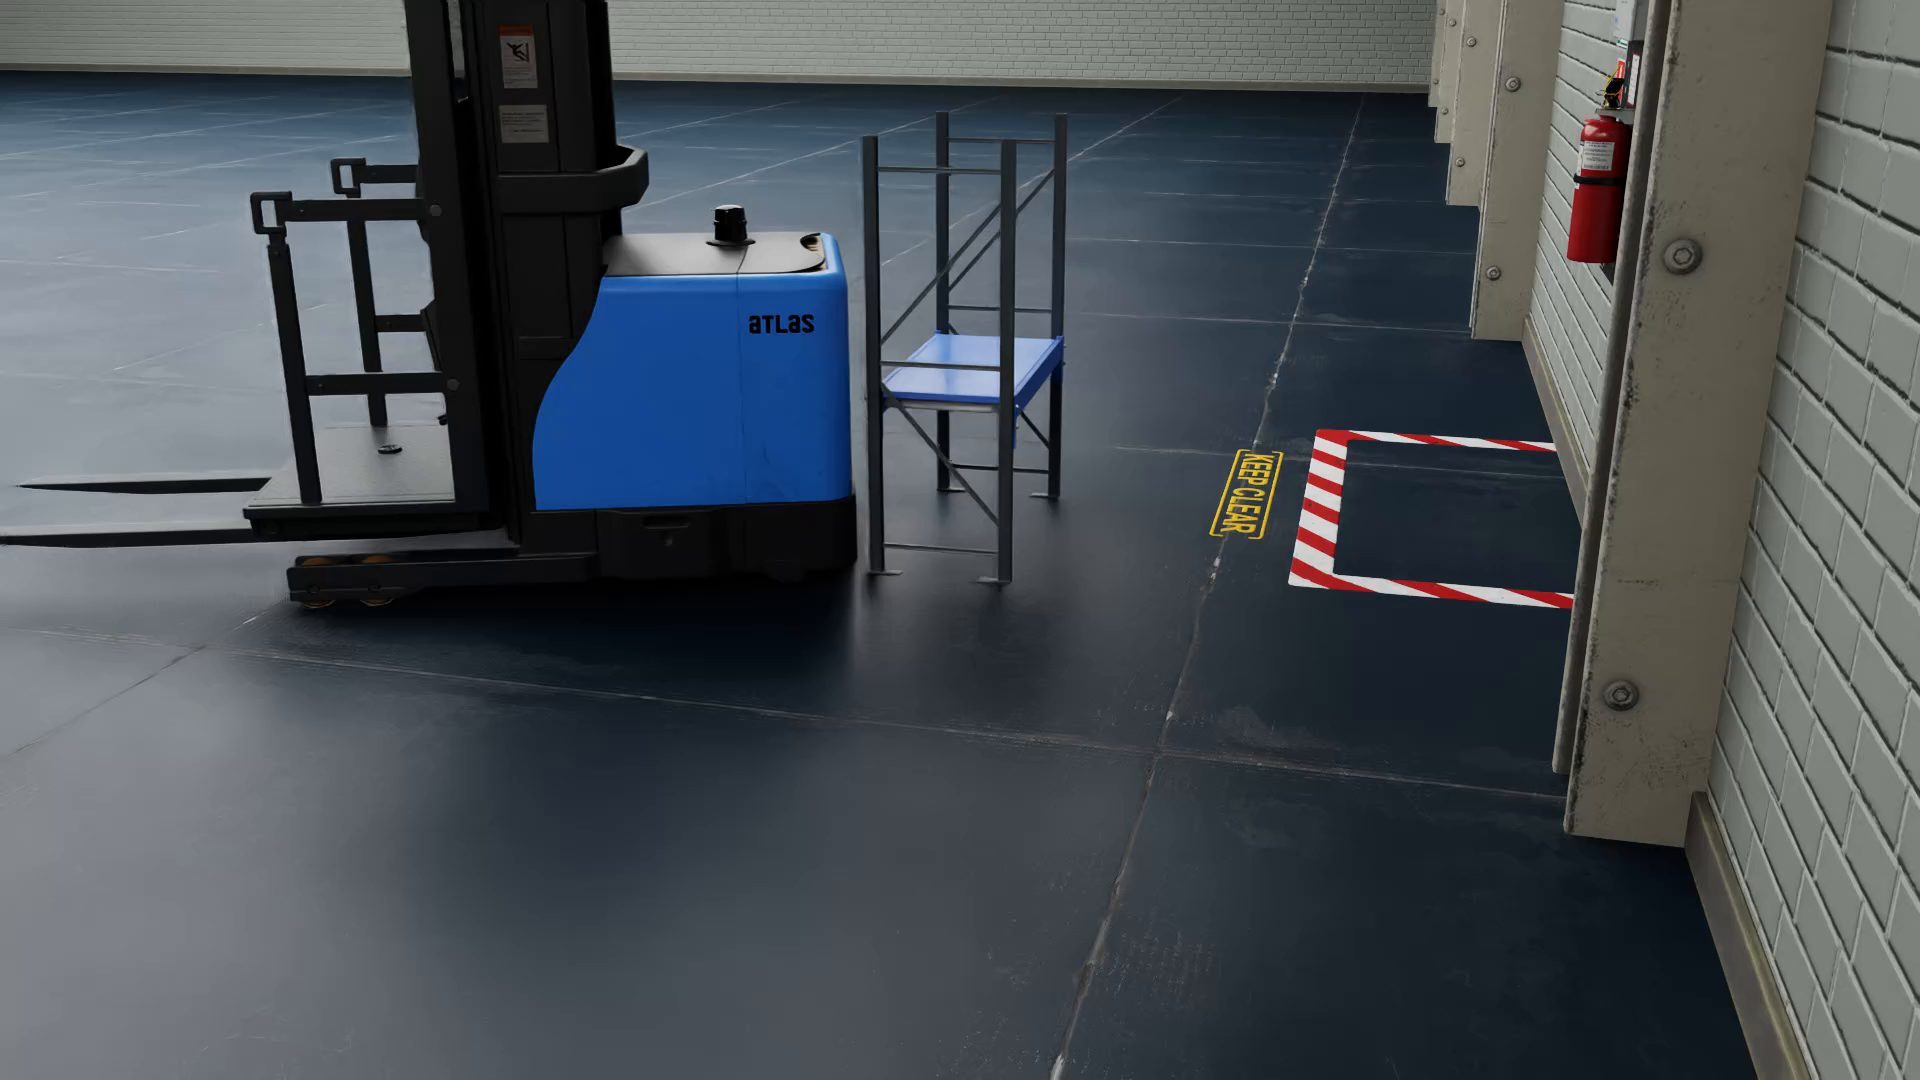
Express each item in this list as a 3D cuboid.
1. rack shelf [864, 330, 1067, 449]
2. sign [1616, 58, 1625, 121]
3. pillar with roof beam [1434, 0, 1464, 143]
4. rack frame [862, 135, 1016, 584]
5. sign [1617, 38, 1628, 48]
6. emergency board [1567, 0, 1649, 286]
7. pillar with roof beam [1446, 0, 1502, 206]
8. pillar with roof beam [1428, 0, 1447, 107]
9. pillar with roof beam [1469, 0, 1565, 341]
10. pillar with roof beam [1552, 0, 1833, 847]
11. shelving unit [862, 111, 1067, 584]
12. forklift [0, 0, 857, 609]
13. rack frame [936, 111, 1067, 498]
[{"bbox_3d":[0.044,-0.569,6.090,0.538,0.185,1.000,4,19,12],"label":"rack shelf"},{"bbox_3d":[2.559,-1.703,6.476,0.001,0.329,0.234,5,19,13],"label":"sign"},{"bbox_3d":[1.906,-9.570,20.283,9.100,9.000,0.400,5,19,13],"label":"pillar with roof beam"},{"bbox_3d":[-0.068,-0.579,5.562,0.500,1.500,0.032,4,19,12],"label":"rack frame"},{"bbox_3d":[2.549,-1.953,6.388,0.001,0.109,0.331,5,19,13],"label":"sign"},{"bbox_3d":[2.324,-1.520,5.998,0.194,1.169,0.643,5,19,13],"label":"emergency board"},{"bbox_3d":[0.440,-7.689,14.777,9.100,9.000,0.400,5,19,13],"label":"pillar with roof beam"},{"bbox_3d":[3.372,-11.450,25.789,9.100,9.000,0.400,5,19,13],"label":"pillar with roof beam"},{"bbox_3d":[-1.026,-5.808,9.271,9.100,9.000,0.400,5,19,13],"label":"pillar with roof beam"},{"bbox_3d":[-2.492,-3.928,3.765,9.100,9.000,0.400,5,19,13],"label":"pillar with roof beam"},{"bbox_3d":[0.044,-0.739,6.031,0.538,1.500,1.048,4,19,12],"label":"shelving unit"},{"bbox_3d":[-1.908,-1.339,5.574,3.031,2.935,1.130,-2,19,-6],"label":"forklift"},{"bbox_3d":[0.155,-0.900,6.501,0.500,1.500,0.032,4,19,12],"label":"rack frame"}]
